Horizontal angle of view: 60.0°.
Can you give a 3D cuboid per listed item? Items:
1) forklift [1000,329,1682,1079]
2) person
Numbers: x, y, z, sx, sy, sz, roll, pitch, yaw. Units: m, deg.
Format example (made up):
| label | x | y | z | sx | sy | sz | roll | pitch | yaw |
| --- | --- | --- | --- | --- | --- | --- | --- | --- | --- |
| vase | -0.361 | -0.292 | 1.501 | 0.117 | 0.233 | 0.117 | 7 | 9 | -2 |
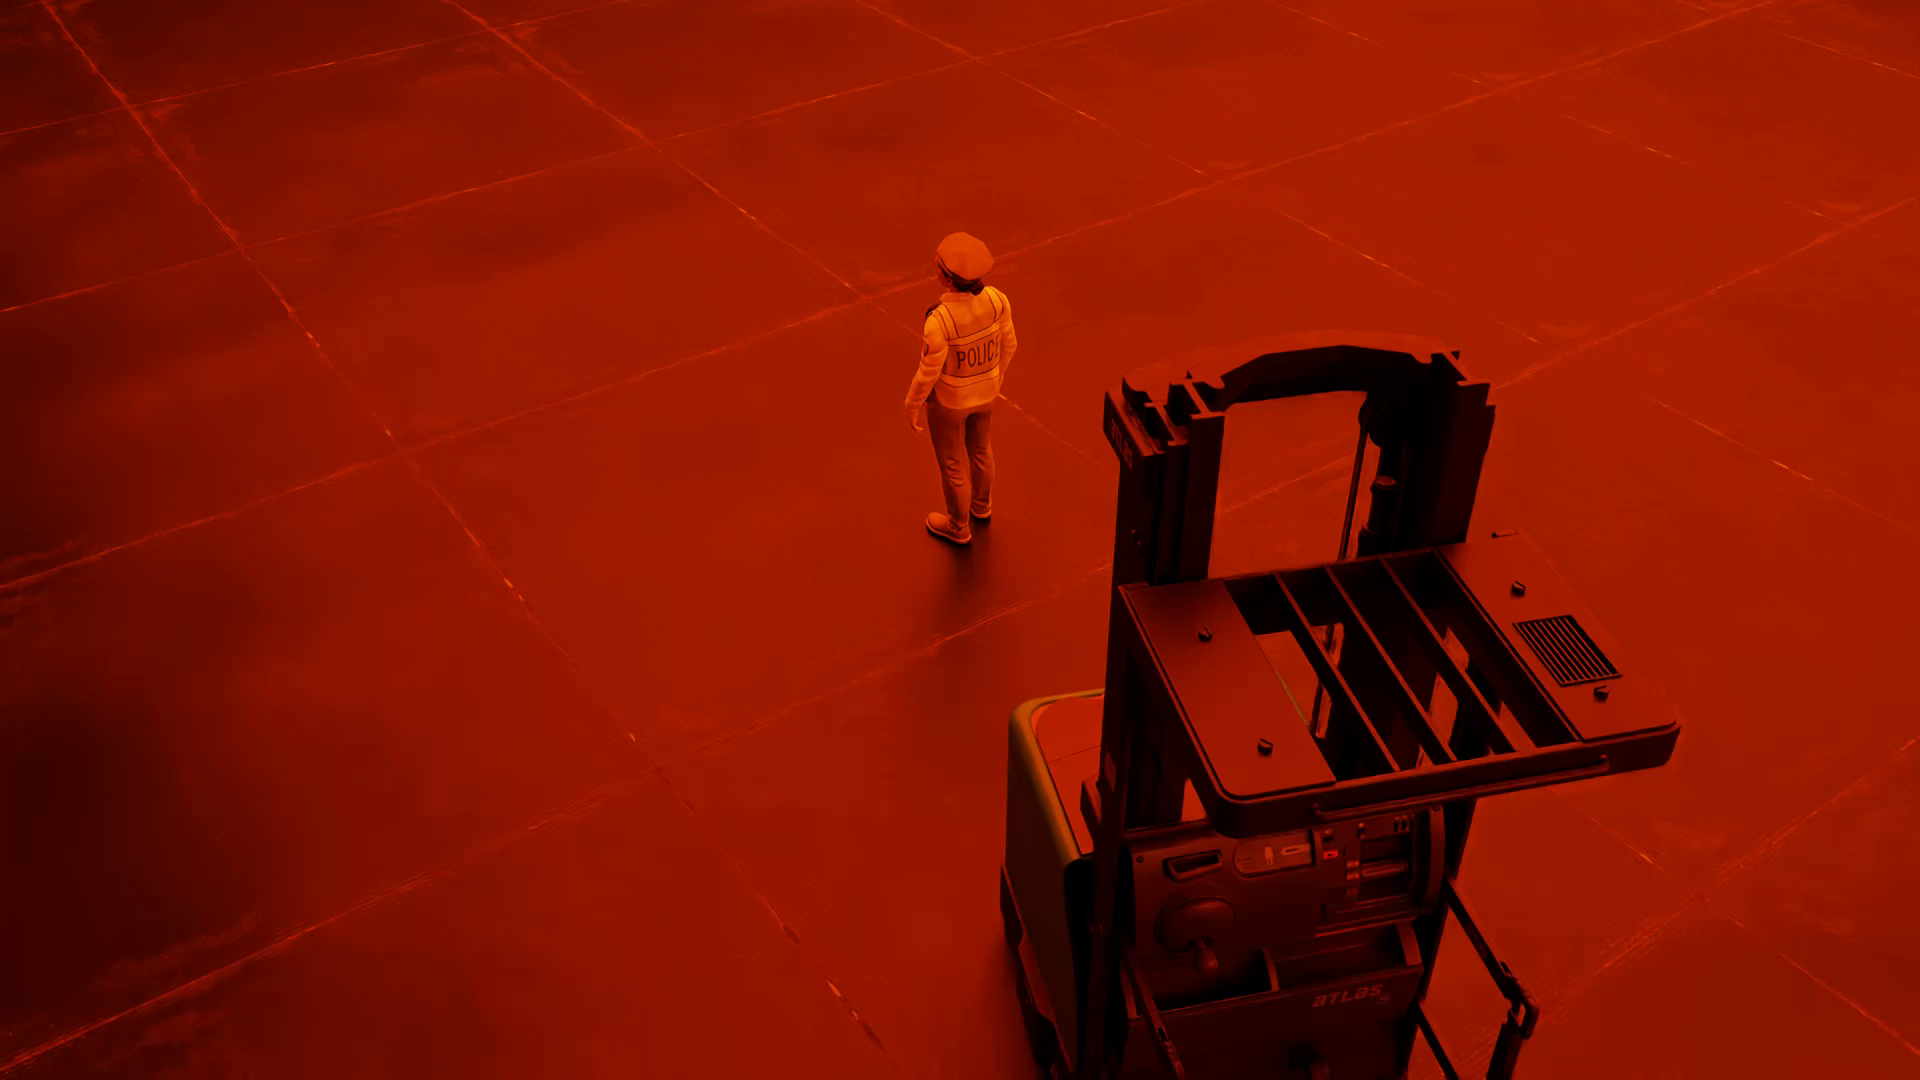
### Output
| label | x | y | z | sx | sy | sz | roll | pitch | yaw |
| --- | --- | --- | --- | --- | --- | --- | --- | --- | --- |
| forklift | 0.980 | 1.043 | 4.534 | 1.130 | 2.935 | 3.031 | -8 | 37 | -10 |
| person | -0.034 | -0.723 | 7.950 | 0.586 | 1.694 | 0.530 | -23 | 42 | -28 |
